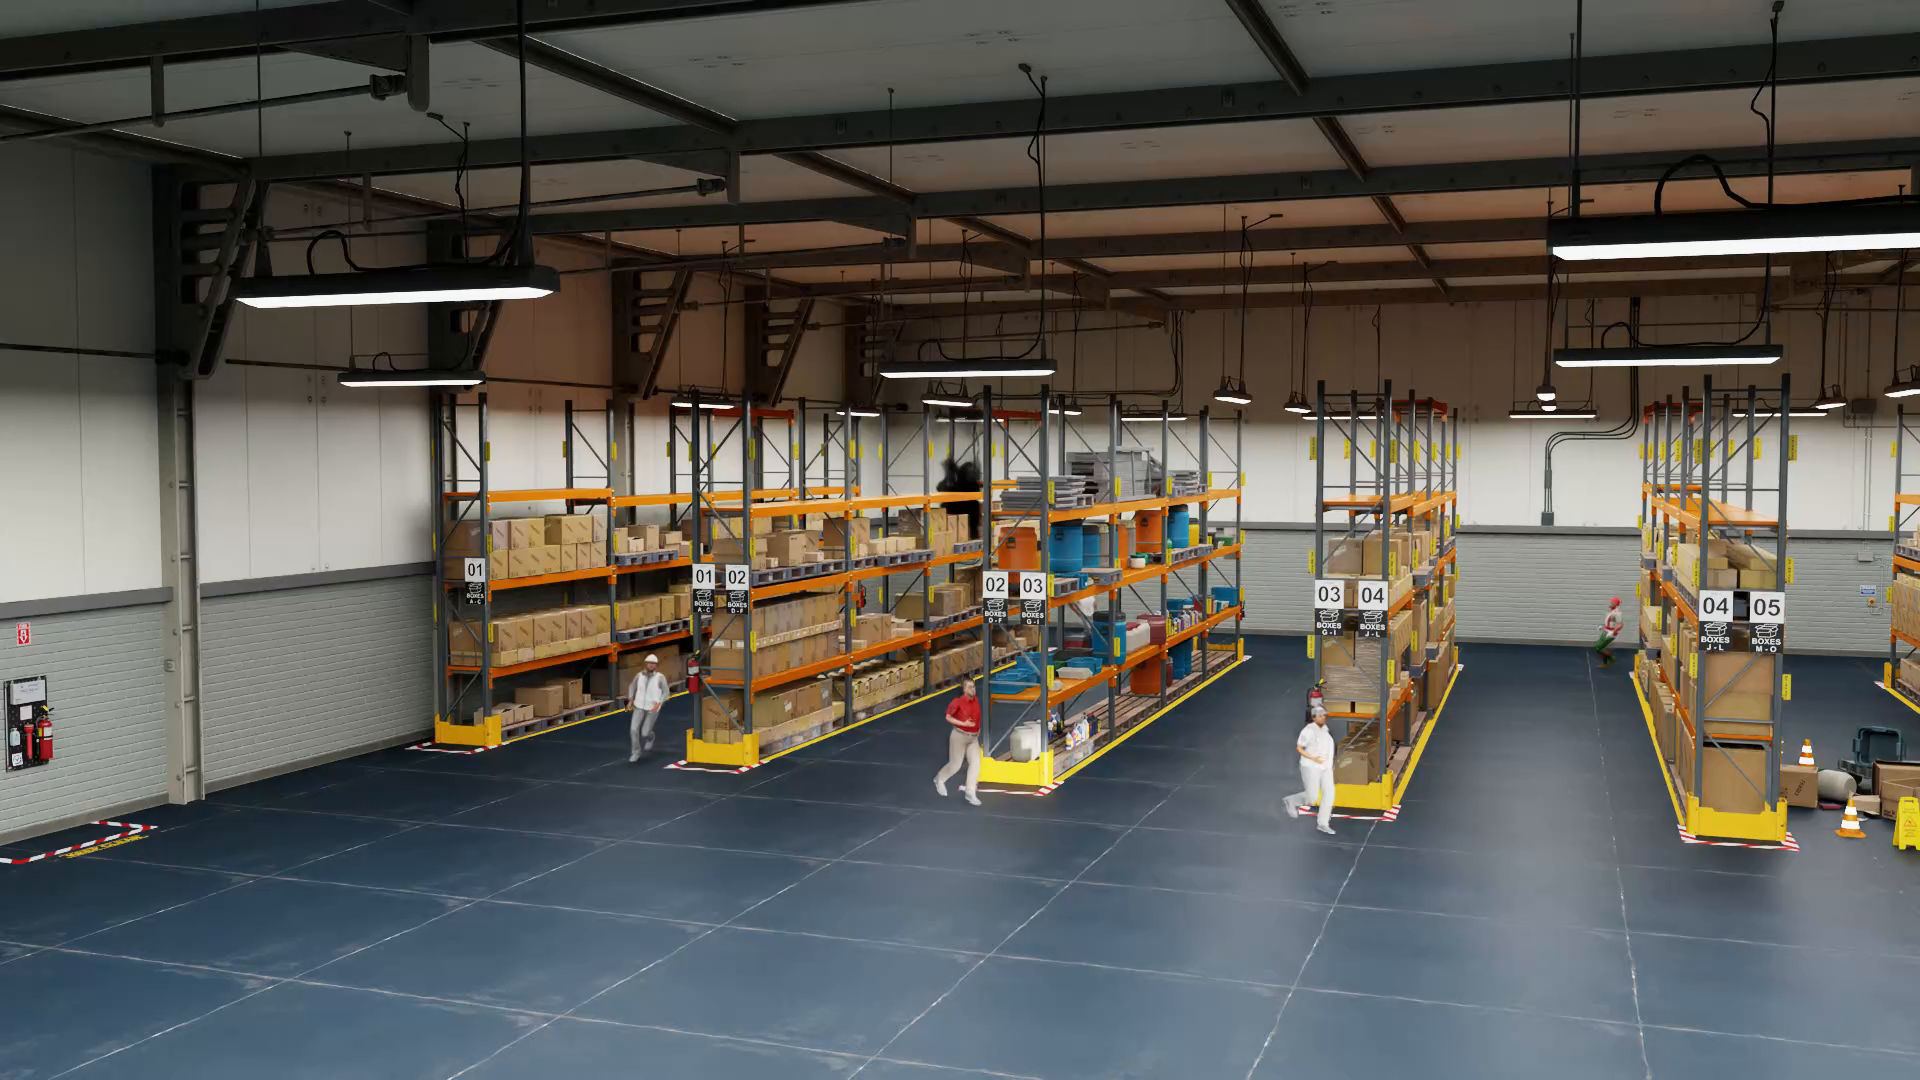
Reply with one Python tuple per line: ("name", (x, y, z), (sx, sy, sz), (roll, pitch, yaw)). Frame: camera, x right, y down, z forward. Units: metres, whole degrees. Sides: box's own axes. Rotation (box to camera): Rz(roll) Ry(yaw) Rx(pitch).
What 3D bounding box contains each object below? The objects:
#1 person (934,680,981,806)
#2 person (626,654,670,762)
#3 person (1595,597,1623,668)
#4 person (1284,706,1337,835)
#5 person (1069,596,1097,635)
("person", (0.060, 2.879, 23.872), (0.668, 1.747, 0.894), (-2, 4, -37))
("person", (-5.070, 2.720, 27.082), (0.697, 1.735, 0.632), (0, 3, 8))
("person", (14.863, 2.137, 38.153), (0.567, 1.681, 0.740), (1, 3, 16))
("person", (4.700, 3.023, 22.031), (0.598, 1.656, 0.809), (-2, 4, -35))
("person", (3.139, 1.914, 42.115), (0.705, 1.715, 0.897), (-2, 4, -32))
